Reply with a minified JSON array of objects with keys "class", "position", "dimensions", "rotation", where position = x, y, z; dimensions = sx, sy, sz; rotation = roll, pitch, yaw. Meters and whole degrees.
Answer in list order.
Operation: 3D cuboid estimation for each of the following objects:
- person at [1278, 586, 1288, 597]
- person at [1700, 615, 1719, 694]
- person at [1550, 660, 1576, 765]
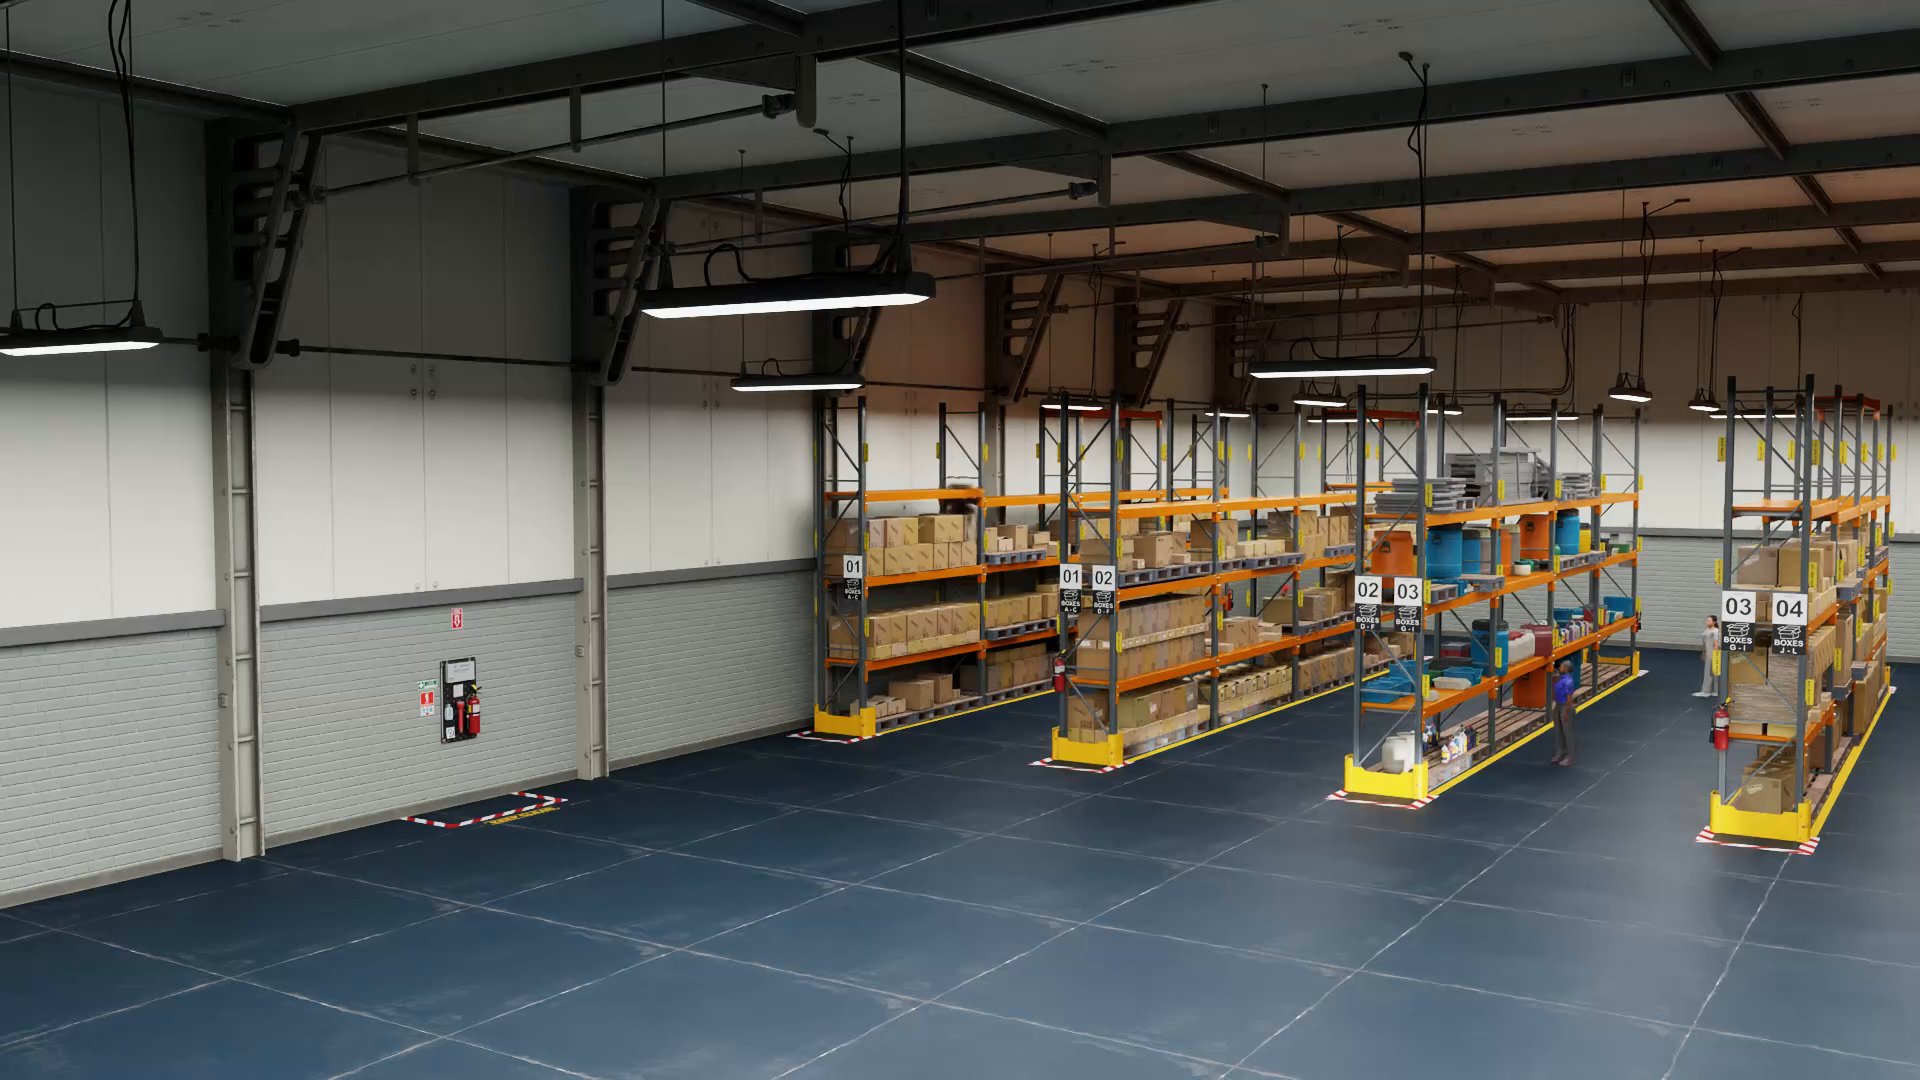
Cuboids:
[{"class":"person","position":[8.004,1.937,41.063],"dimensions":[0.587,1.667,0.776],"rotation":[2,4,32]},{"class":"person","position":[15.403,2.341,34.154],"dimensions":[0.349,1.605,0.489],"rotation":[1,3,17]},{"class":"person","position":[9.718,2.762,26.780],"dimensions":[0.336,1.665,0.478],"rotation":[-1,3,-11]}]
